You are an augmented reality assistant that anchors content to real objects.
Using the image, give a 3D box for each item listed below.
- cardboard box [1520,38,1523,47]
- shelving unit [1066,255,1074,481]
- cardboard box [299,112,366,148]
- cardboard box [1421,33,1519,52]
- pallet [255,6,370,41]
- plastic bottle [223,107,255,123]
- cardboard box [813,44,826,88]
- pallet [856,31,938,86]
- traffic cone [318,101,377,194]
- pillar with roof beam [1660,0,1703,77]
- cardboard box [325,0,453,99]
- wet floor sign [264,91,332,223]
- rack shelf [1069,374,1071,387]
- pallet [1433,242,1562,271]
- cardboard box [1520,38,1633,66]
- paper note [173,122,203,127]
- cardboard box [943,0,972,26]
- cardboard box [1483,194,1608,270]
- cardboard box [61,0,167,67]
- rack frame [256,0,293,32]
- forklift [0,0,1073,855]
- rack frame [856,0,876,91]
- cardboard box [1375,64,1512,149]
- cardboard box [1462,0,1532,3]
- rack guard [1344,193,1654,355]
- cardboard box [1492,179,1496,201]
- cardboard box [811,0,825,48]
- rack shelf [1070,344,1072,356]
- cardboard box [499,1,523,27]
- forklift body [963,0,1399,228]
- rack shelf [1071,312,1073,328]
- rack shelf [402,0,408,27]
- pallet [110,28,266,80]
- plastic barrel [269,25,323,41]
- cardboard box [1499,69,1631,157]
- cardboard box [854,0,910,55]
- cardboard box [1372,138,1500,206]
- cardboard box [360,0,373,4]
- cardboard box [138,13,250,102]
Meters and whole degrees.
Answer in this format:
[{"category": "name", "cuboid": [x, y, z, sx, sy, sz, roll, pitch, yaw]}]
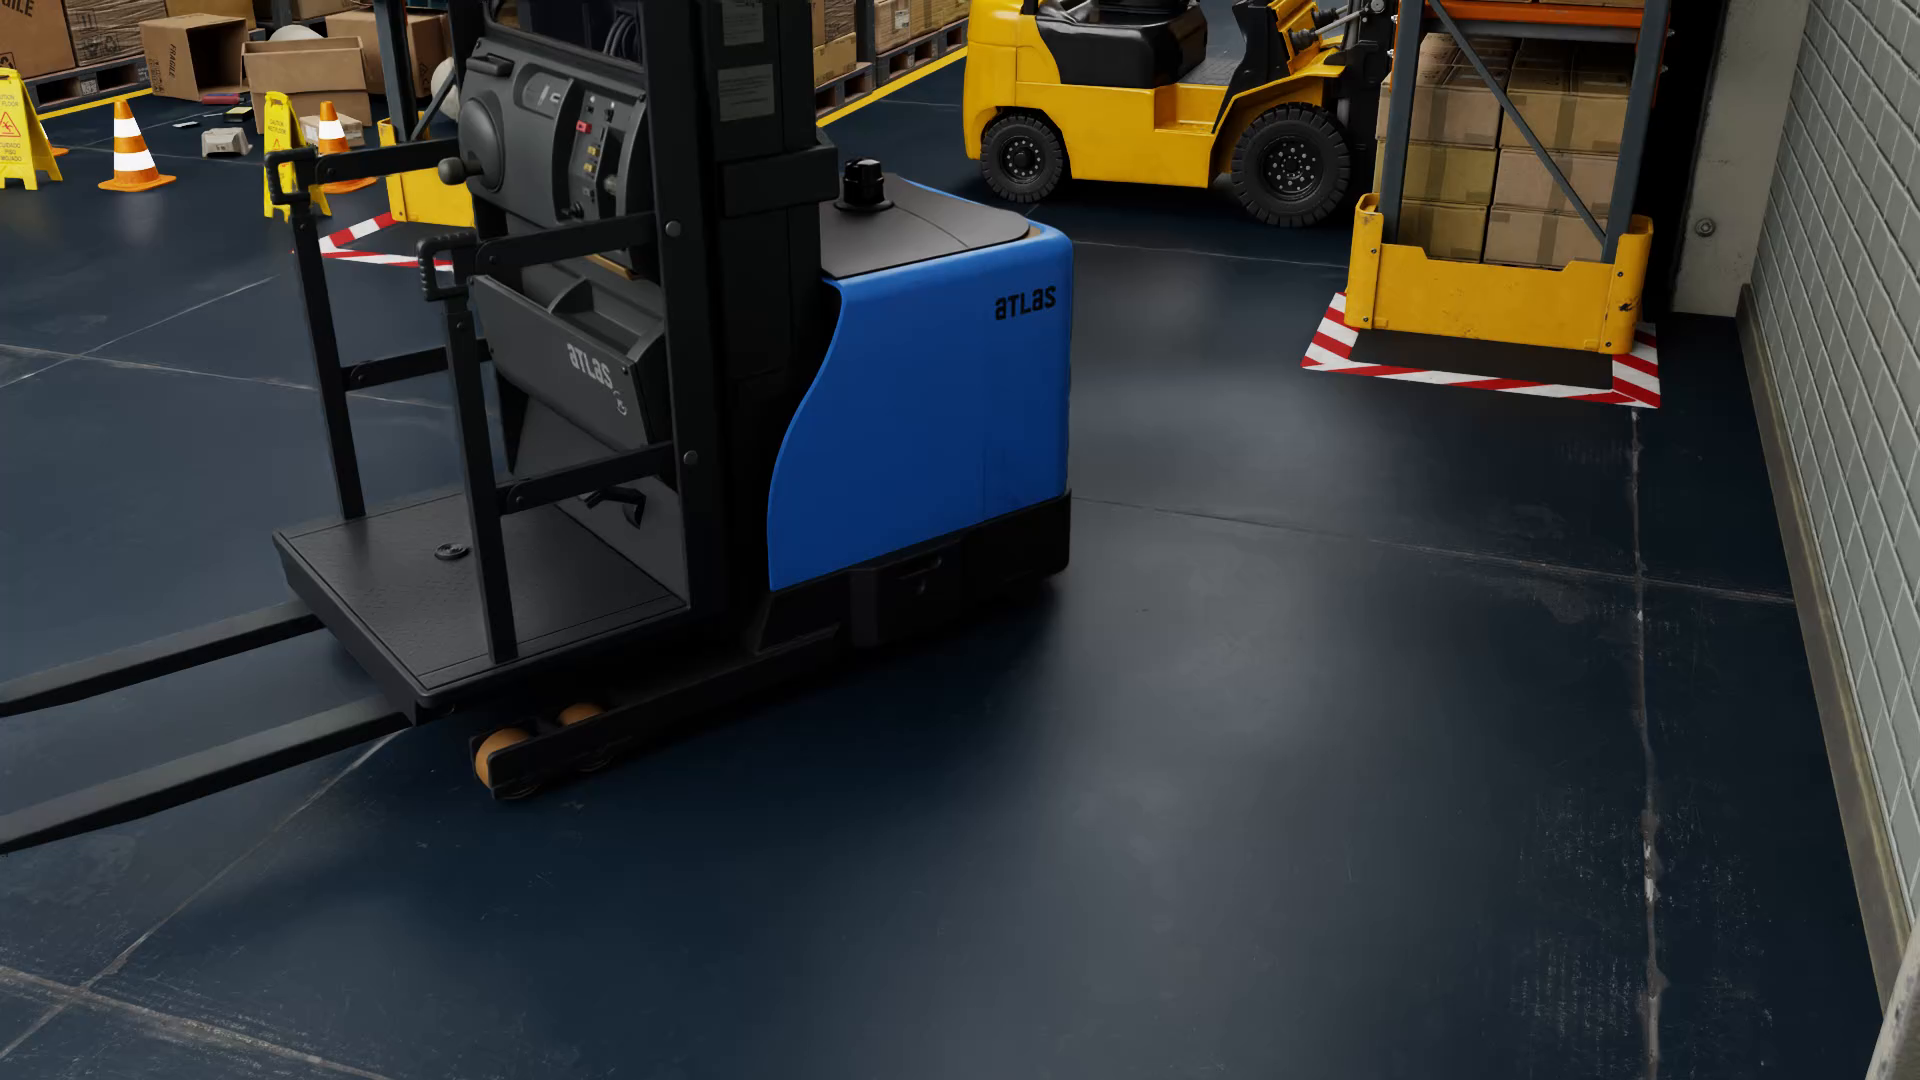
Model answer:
[{"category": "cardboard box", "cuboid": [2.799, -2.744, 9.000, 0.500, 0.250, 0.500, 10, 27, 19]}, {"category": "shelving unit", "cuboid": [0.182, -0.452, 5.151, 0.210, 0.900, 0.258, -19, 31, -33]}, {"category": "cardboard box", "cuboid": [-3.892, -2.533, 10.311, 0.250, 0.149, 0.380, -20, 33, -36]}, {"category": "cardboard box", "cuboid": [2.441, -2.322, 8.129, 0.500, 0.250, 0.500, 9, 27, 18]}, {"category": "pallet", "cuboid": [-5.608, -4.378, 14.049, 1.003, 0.211, 1.213, 9, 27, 17]}, {"category": "plastic bottle", "cuboid": [-4.759, -2.822, 11.009, 0.133, 0.061, 0.283, 0, 26, -1]}, {"category": "cardboard box", "cuboid": [-1.203, -3.078, 10.838, 0.500, 0.250, 0.500, 8, 27, 16]}, {"category": "pallet", "cuboid": [-0.834, -3.694, 12.636, 1.003, 0.211, 1.213, 9, 27, 17]}, {"category": "traffic cone", "cuboid": [-3.497, -2.207, 9.277, 0.336, 0.463, 0.334, 9, 27, 17]}, {"category": "pillar with roof beam", "cuboid": [1.277, -8.212, 11.884, 9.100, 9.000, 0.400, 9, 27, 17]}, {"category": "cardboard box", "cuboid": [-3.923, -3.397, 11.532, 0.797, 0.637, 0.503, 9, 27, 17]}, {"category": "wet floor sign", "cuboid": [-3.496, -2.002, 8.645, 0.267, 0.644, 0.232, 20, 32, 35]}, {"category": "rack shelf", "cuboid": [0.182, -0.503, 5.127, 0.200, 0.077, 0.258, -19, 31, -33]}, {"category": "pallet", "cuboid": [2.474, -1.332, 7.758, 1.003, 0.211, 1.213, 9, 27, 17]}, {"category": "cardboard box", "cuboid": [2.937, -2.248, 7.976, 0.500, 0.250, 0.500, 9, 27, 17]}, {"category": "paper note", "cuboid": [-5.016, -2.705, 10.804, 0.144, 0.017, 0.142, 20, 32, 35]}, {"category": "cardboard box", "cuboid": [-0.454, -4.433, 13.496, 0.950, 0.372, 0.625, 10, 27, 19]}, {"category": "cardboard box", "cuboid": [2.607, -1.391, 7.355, 0.500, 0.250, 0.500, 9, 27, 18]}, {"category": "cardboard box", "cuboid": [-6.365, -3.918, 11.857, 0.875, 0.875, 0.875, 9, 27, 18]}, {"category": "rack frame", "cuboid": [-5.794, -5.305, 12.764, 1.000, 3.000, 0.127, 9, 27, 17]}, {"category": "forklift", "cuboid": [-1.151, -0.961, 3.871, 3.031, 2.935, 1.130, -19, 31, -33]}, {"category": "rack frame", "cuboid": [-1.092, -4.628, 11.367, 1.000, 3.000, 0.127, 9, 27, 17]}, {"category": "cardboard box", "cuboid": [2.118, -1.902, 7.263, 0.500, 0.250, 0.500, 10, 27, 19]}, {"category": "cardboard box", "cuboid": [2.175, -2.552, 6.963, 0.500, 0.500, 0.500, 8, 27, 16]}, {"category": "rack guard", "cuboid": [2.251, -1.131, 7.013, 1.175, 0.500, 0.348, 9, 27, 17]}, {"category": "cardboard box", "cuboid": [2.292, -1.660, 7.909, 0.500, 0.250, 0.500, 9, 27, 17]}, {"category": "cardboard box", "cuboid": [-1.204, -3.426, 10.697, 0.500, 0.500, 0.500, 9, 27, 18]}, {"category": "rack shelf", "cuboid": [0.182, -0.584, 5.088, 0.200, 0.077, 0.258, -19, 31, -33]}, {"category": "cardboard box", "cuboid": [-2.403, -2.641, 9.075, 0.500, 0.500, 0.500, 9, 27, 18]}, {"category": "forklift body", "cuboid": [1.169, -2.928, 8.830, 2.313, 2.155, 1.214, 9, 27, 17]}, {"category": "rack shelf", "cuboid": [0.182, -0.665, 5.048, 0.200, 0.077, 0.258, -19, 31, -33]}, {"category": "rack shelf", "cuboid": [-1.758, -3.483, 9.827, 1.077, 0.370, 4.000, 9, 27, 17]}, {"category": "pallet", "cuboid": [-6.121, -3.749, 12.750, 1.003, 0.211, 1.213, 9, 27, 17]}, {"category": "plastic barrel", "cuboid": [-4.725, -3.457, 11.903, 0.421, 0.421, 0.512, -14, 29, -27]}, {"category": "cardboard box", "cuboid": [2.597, -1.838, 7.130, 0.500, 0.250, 0.500, 8, 27, 17]}, {"category": "cardboard box", "cuboid": [-0.920, -3.851, 12.294, 0.950, 0.372, 0.625, 9, 27, 18]}, {"category": "cardboard box", "cuboid": [2.126, -1.688, 7.394, 0.500, 0.250, 0.500, 8, 27, 17]}, {"category": "cardboard box", "cuboid": [-5.347, -5.145, 14.534, 1.050, 0.750, 0.750, 9, 27, 17]}, {"category": "cardboard box", "cuboid": [-5.343, -3.394, 11.683, 0.500, 0.500, 0.500, 14, 29, 26]}]
